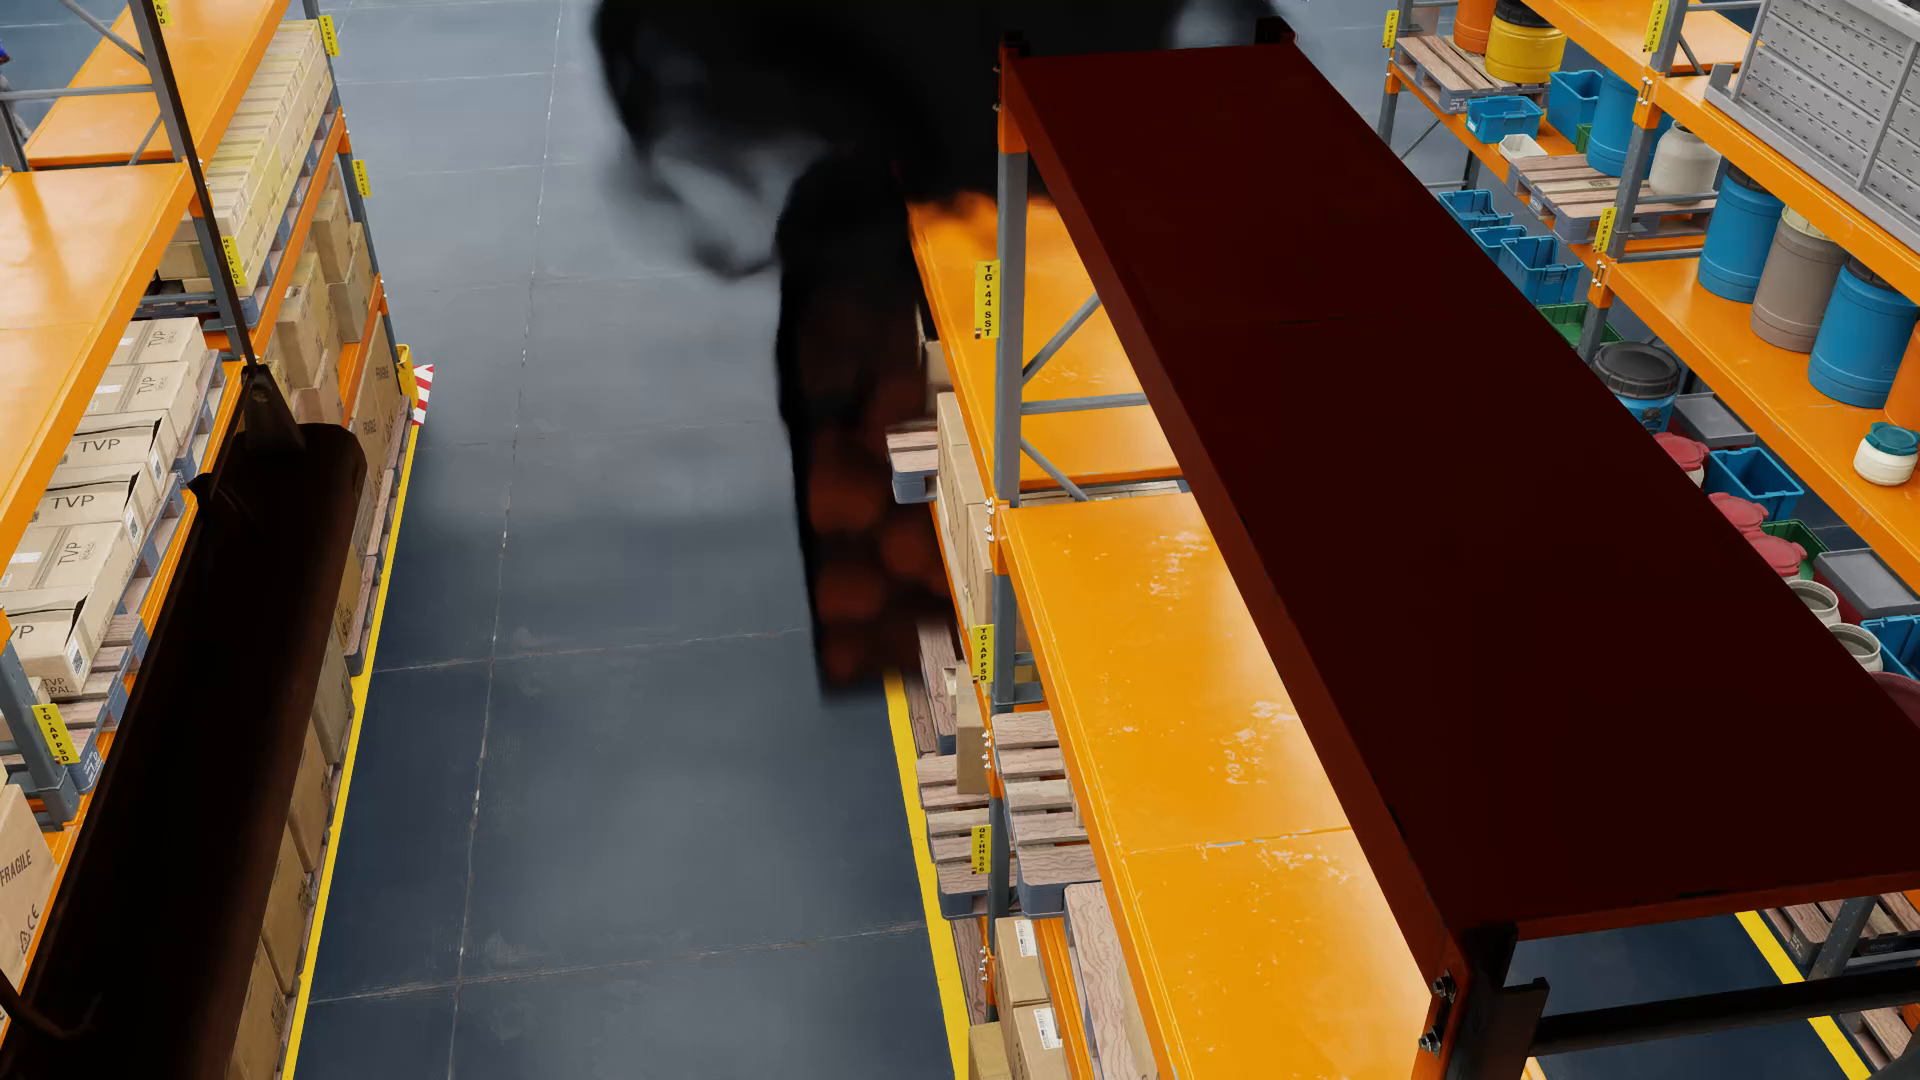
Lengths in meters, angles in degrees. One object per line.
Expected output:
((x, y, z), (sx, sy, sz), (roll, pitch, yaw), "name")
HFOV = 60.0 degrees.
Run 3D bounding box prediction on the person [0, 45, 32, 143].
((-11.101, -5.166, 19.117), (0.977, 1.646, 0.600), (25, 43, 30), "person")
